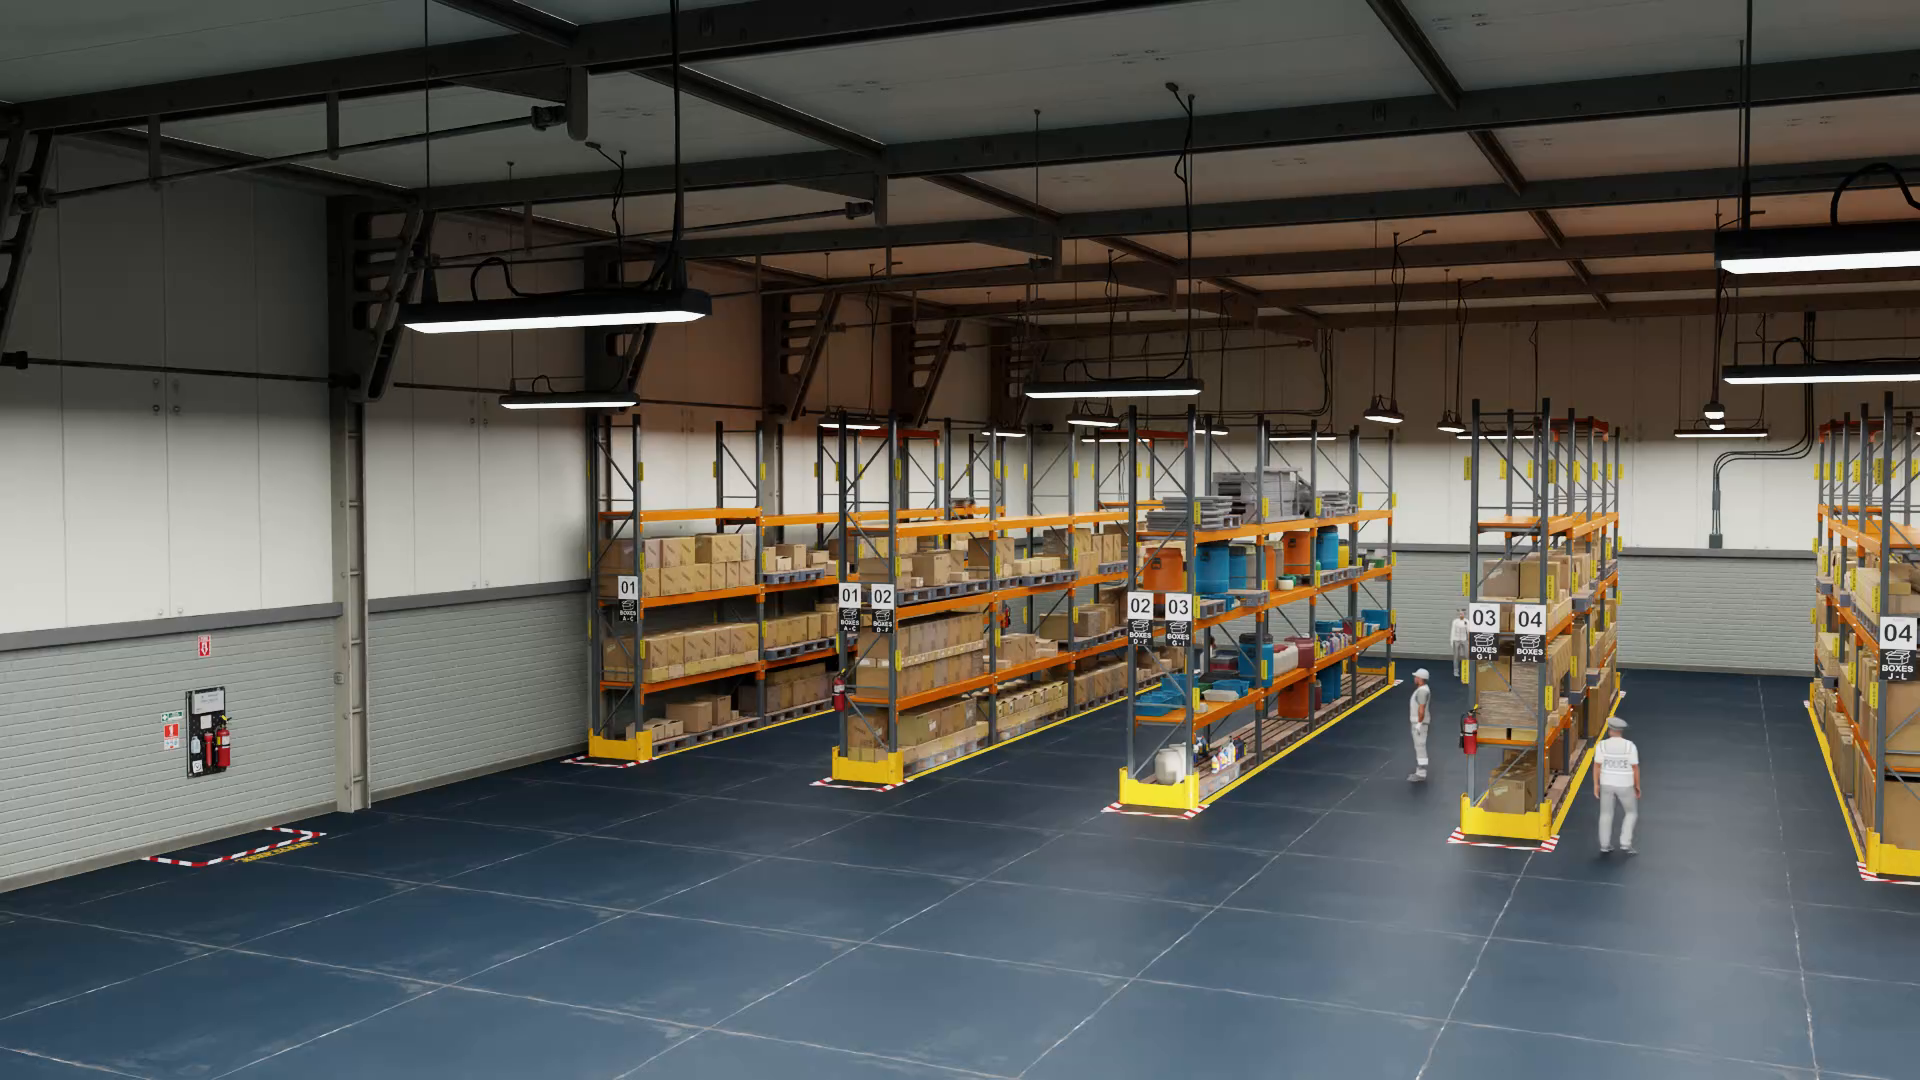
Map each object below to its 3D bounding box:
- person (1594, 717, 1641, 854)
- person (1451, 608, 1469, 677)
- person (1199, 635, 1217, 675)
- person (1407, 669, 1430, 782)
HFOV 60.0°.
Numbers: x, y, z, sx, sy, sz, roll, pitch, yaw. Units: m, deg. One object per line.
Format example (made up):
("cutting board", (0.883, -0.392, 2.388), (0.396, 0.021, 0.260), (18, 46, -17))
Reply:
("person", (8.627, 3.224, 21.806), (0.558, 1.789, 0.393), (2, 3, 38))
("person", (12.236, 2.513, 40.570), (0.525, 1.689, 0.403), (1, 3, 27))
("person", (5.040, 2.768, 33.942), (0.431, 1.669, 0.485), (0, 2, 12))
("person", (7.455, 2.991, 27.049), (0.418, 1.794, 0.574), (0, 2, 6))
